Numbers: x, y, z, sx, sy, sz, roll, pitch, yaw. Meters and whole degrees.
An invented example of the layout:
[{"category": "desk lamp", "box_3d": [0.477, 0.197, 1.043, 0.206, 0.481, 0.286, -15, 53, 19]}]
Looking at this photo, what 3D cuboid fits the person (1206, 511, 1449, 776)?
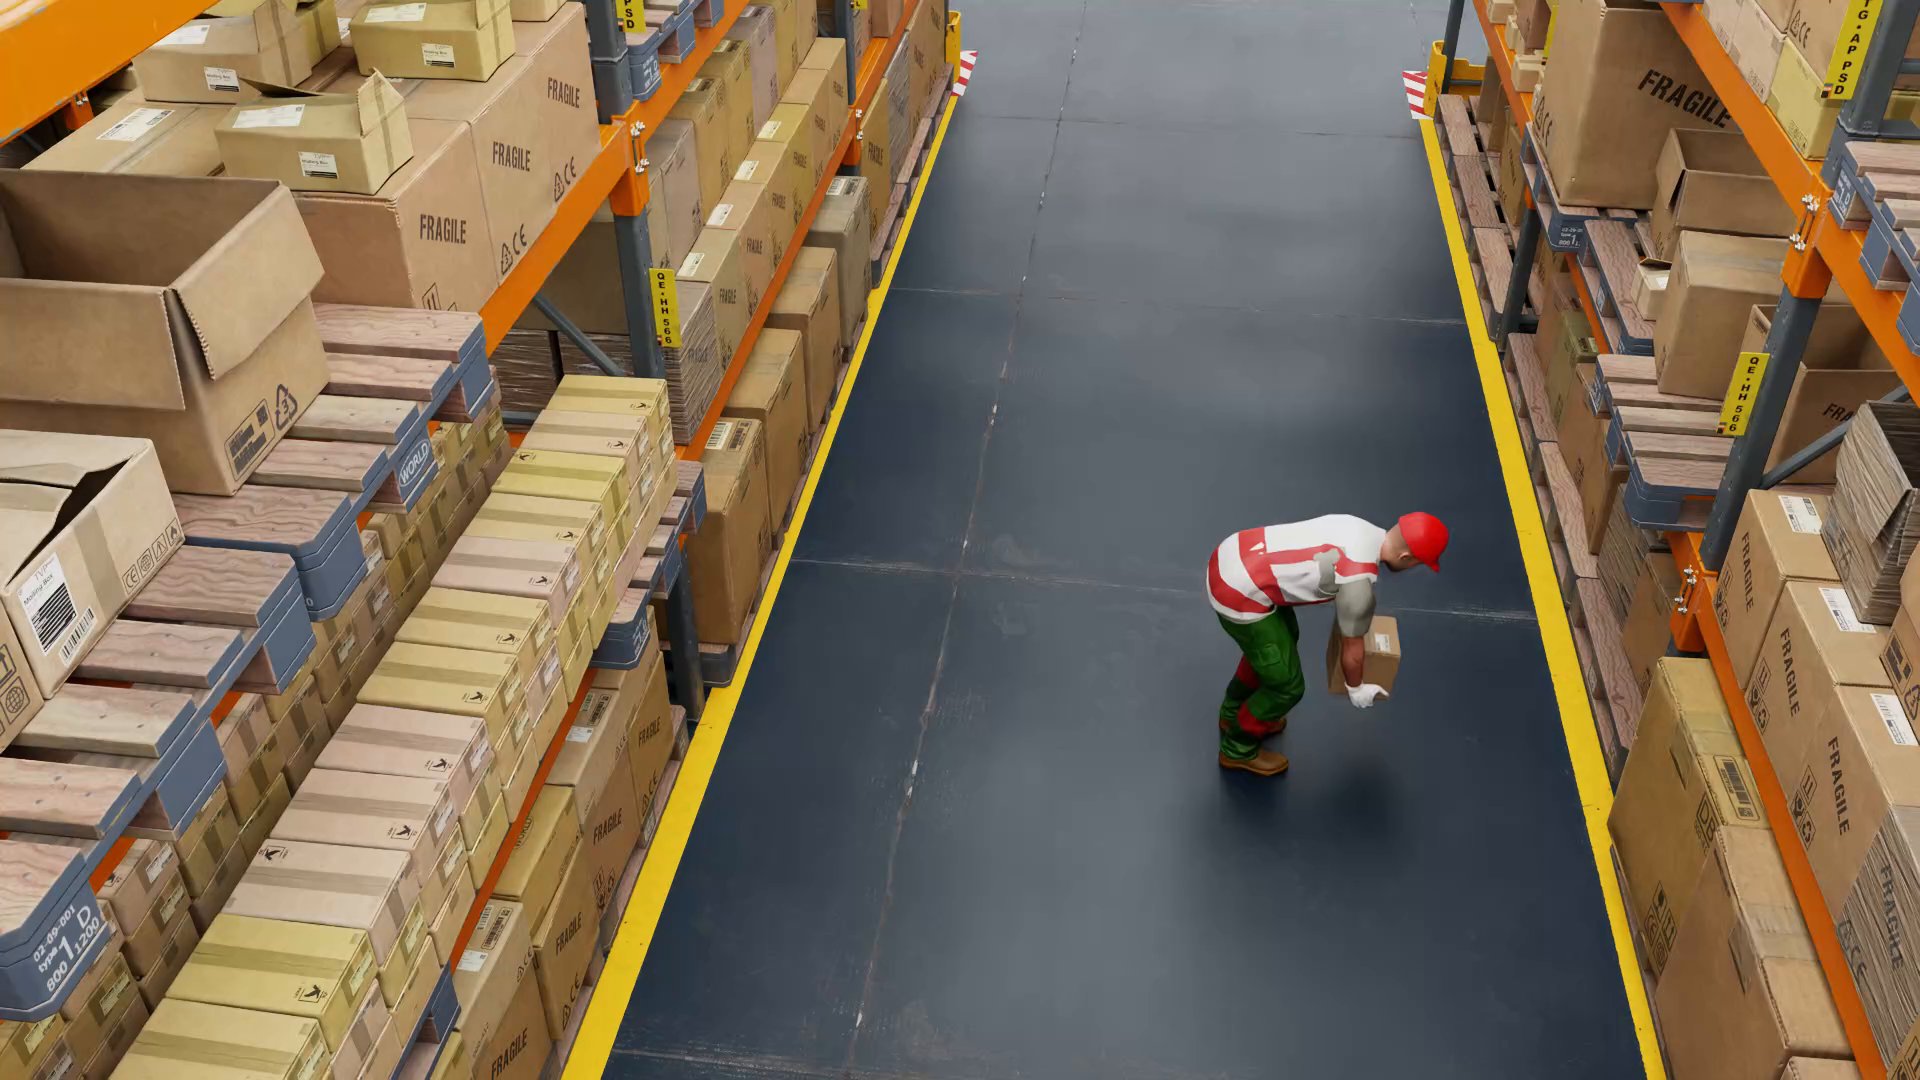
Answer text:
[{"category": "person", "box_3d": [1.471, 0.400, 6.916, 0.927, 1.258, 0.507, 3, 36, 4]}]
